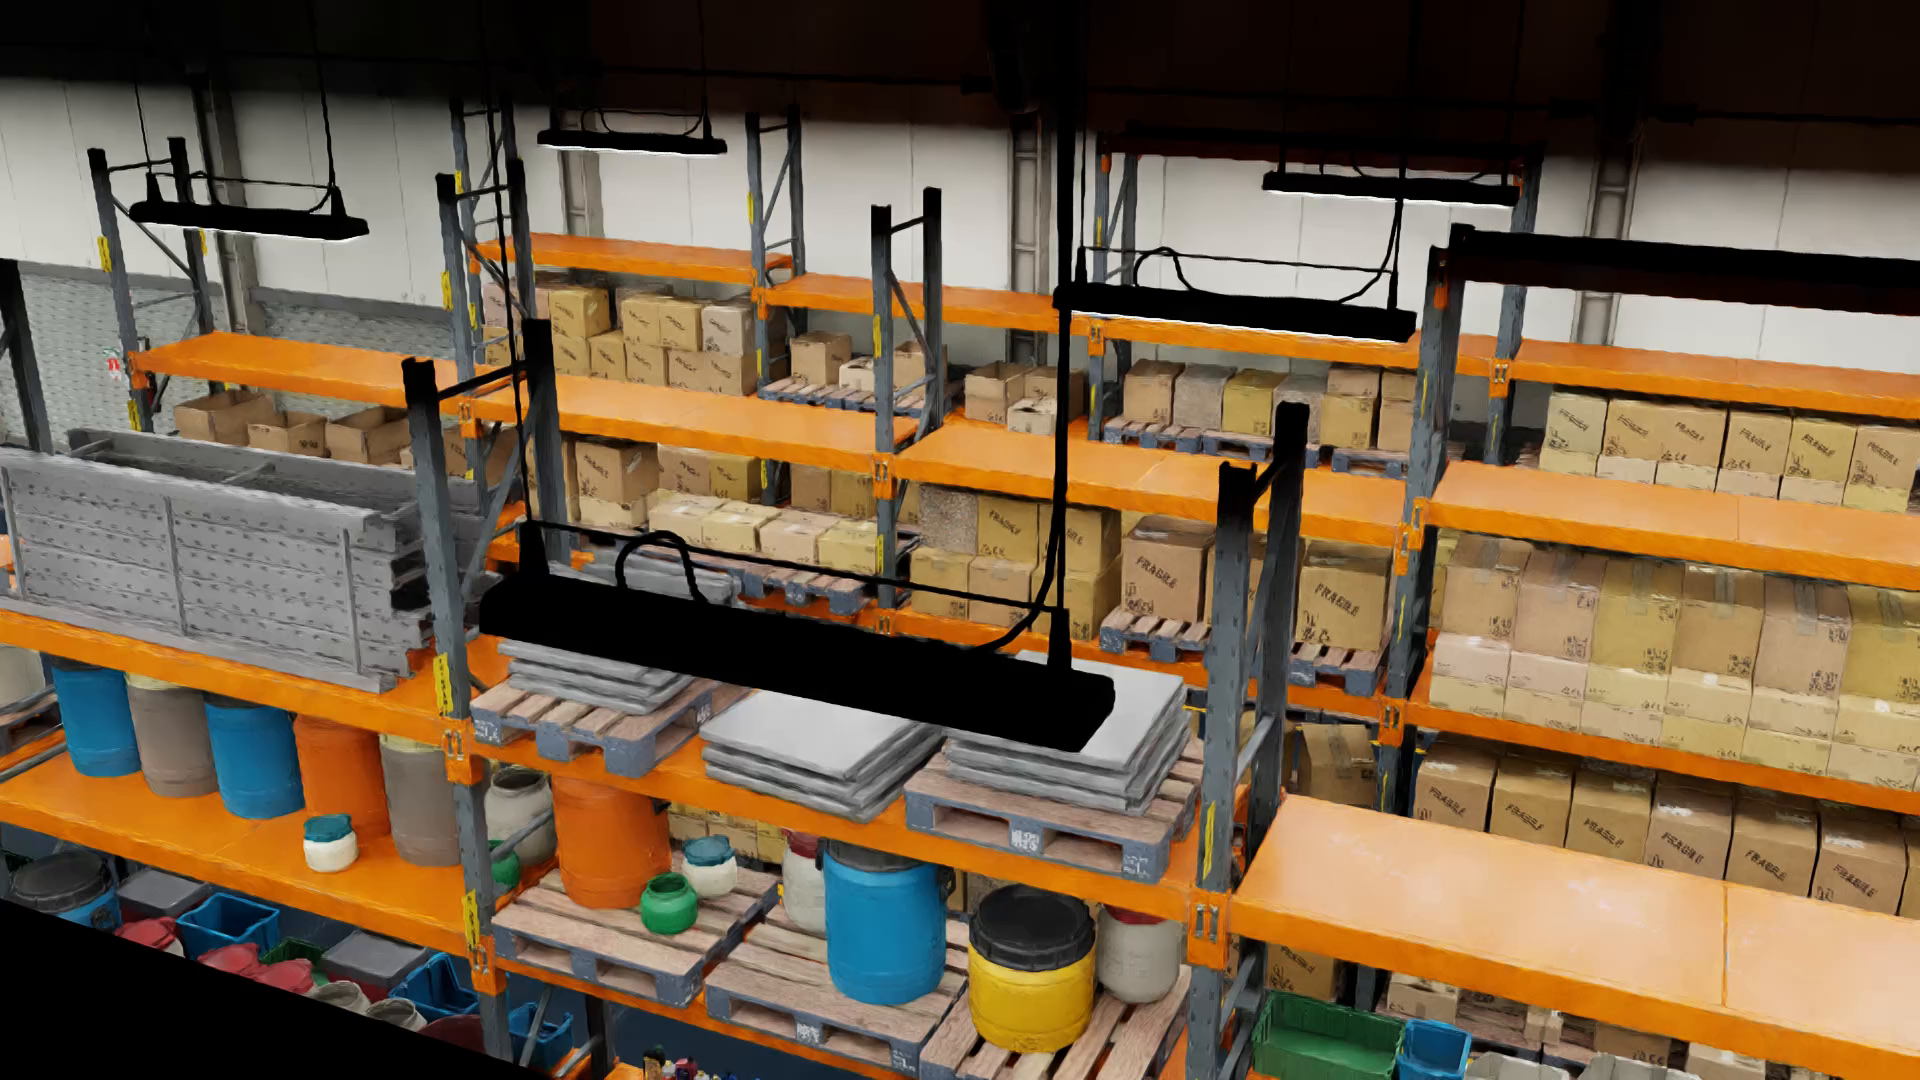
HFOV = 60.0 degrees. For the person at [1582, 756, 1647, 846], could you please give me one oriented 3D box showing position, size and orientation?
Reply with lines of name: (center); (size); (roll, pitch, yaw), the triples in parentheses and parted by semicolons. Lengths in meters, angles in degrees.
person: (5.762, 1.950, 15.037); (1.111, 1.725, 0.600); (8, 22, 21)
